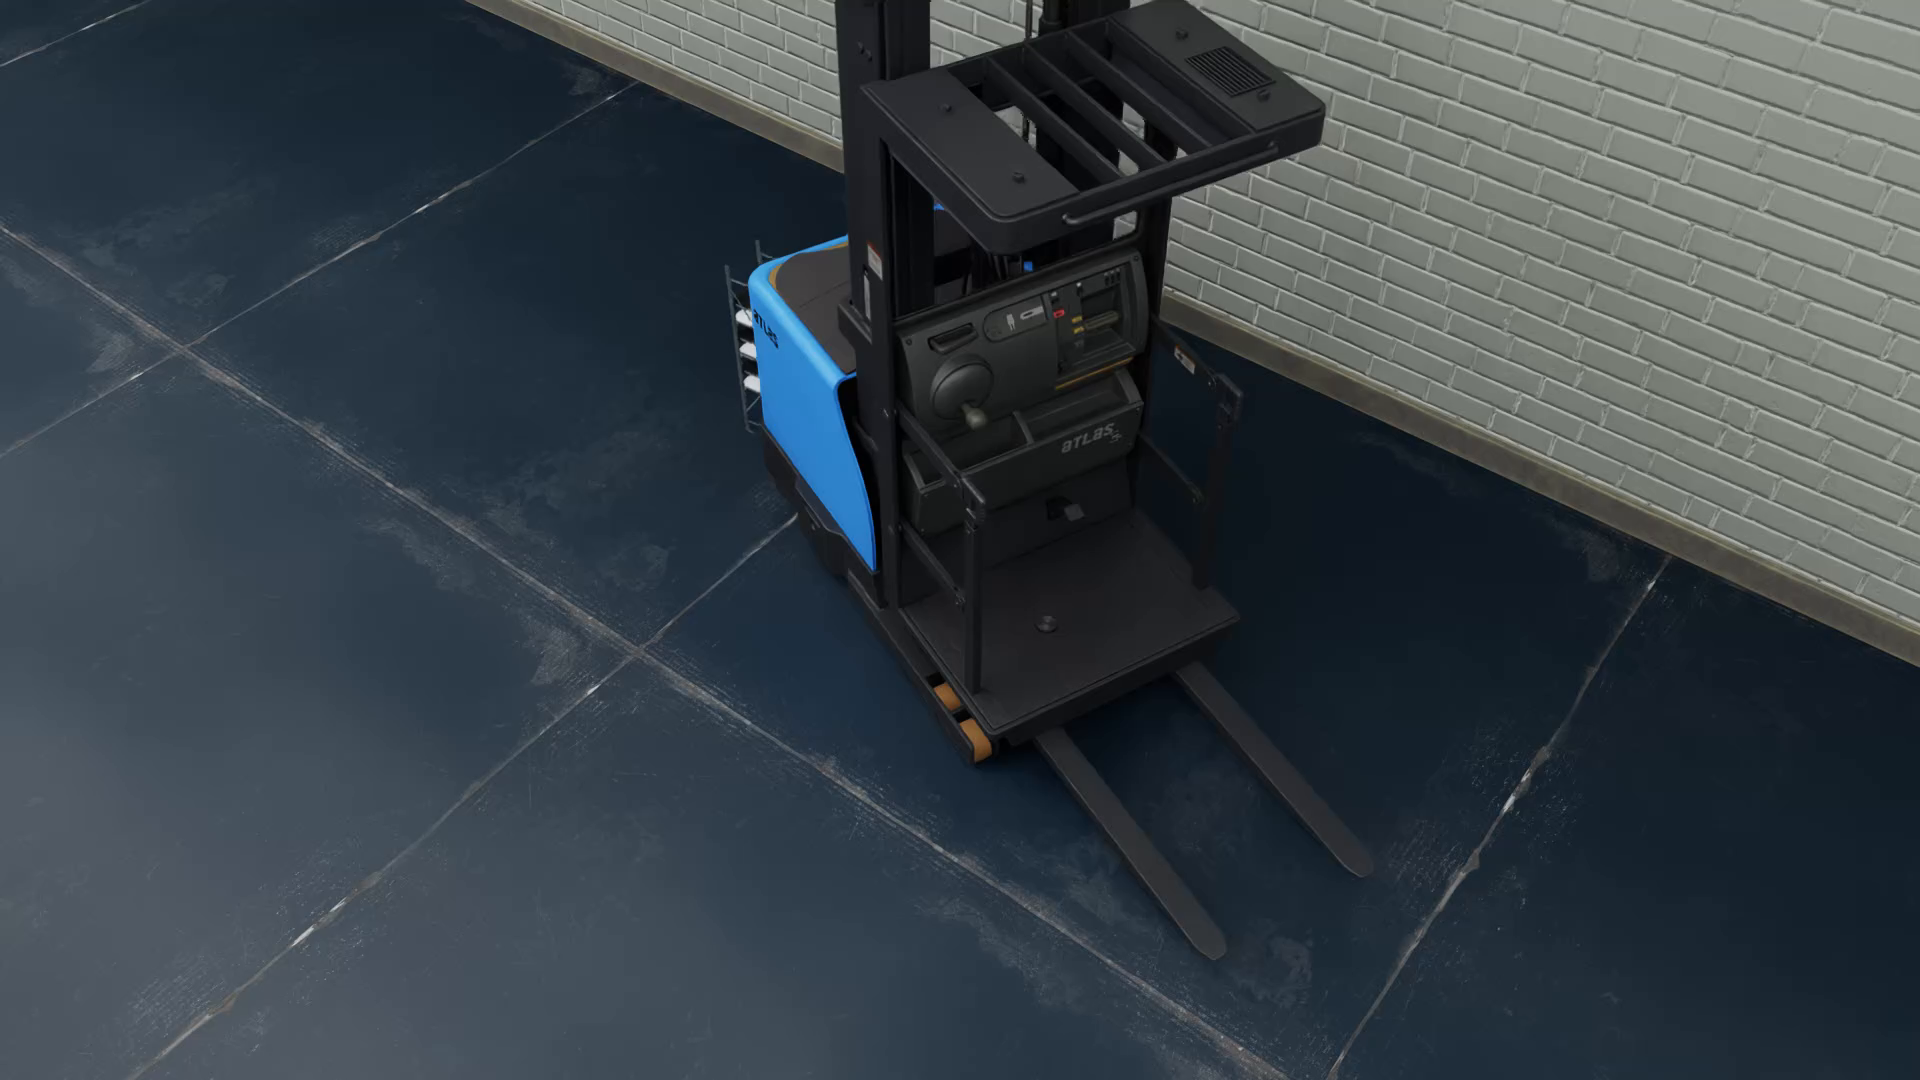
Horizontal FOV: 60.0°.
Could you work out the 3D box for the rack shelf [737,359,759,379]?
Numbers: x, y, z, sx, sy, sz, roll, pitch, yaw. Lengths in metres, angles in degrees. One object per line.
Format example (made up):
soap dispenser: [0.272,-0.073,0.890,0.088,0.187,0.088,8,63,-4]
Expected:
rack shelf: [-0.794,-0.733,7.162,0.258,0.077,0.200,24,51,22]

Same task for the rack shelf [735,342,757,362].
rack shelf: [-0.795,-0.795,7.097,0.258,0.077,0.200,24,51,22]

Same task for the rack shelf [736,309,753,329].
rack shelf: [-0.795,-0.920,6.967,0.258,0.077,0.200,24,51,22]

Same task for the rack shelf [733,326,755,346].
rack shelf: [-0.795,-0.857,7.032,0.258,0.077,0.200,24,51,22]

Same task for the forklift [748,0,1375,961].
forklift: [0.338,-0.578,5.440,1.130,2.935,3.031,-23,50,-20]

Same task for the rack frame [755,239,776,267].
rack frame: [-0.740,-0.880,7.133,0.240,0.900,0.006,24,51,22]

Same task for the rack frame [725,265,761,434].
rack frame: [-0.849,-0.756,7.014,0.240,0.900,0.006,24,51,22]

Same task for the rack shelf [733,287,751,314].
rack shelf: [-0.795,-0.982,6.902,0.258,0.077,0.200,24,51,22]

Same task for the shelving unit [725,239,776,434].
shelving unit: [-0.795,-0.818,7.073,0.258,0.900,0.210,24,51,22]

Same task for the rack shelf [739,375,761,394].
rack shelf: [-0.794,-0.671,7.227,0.258,0.077,0.200,24,51,22]
